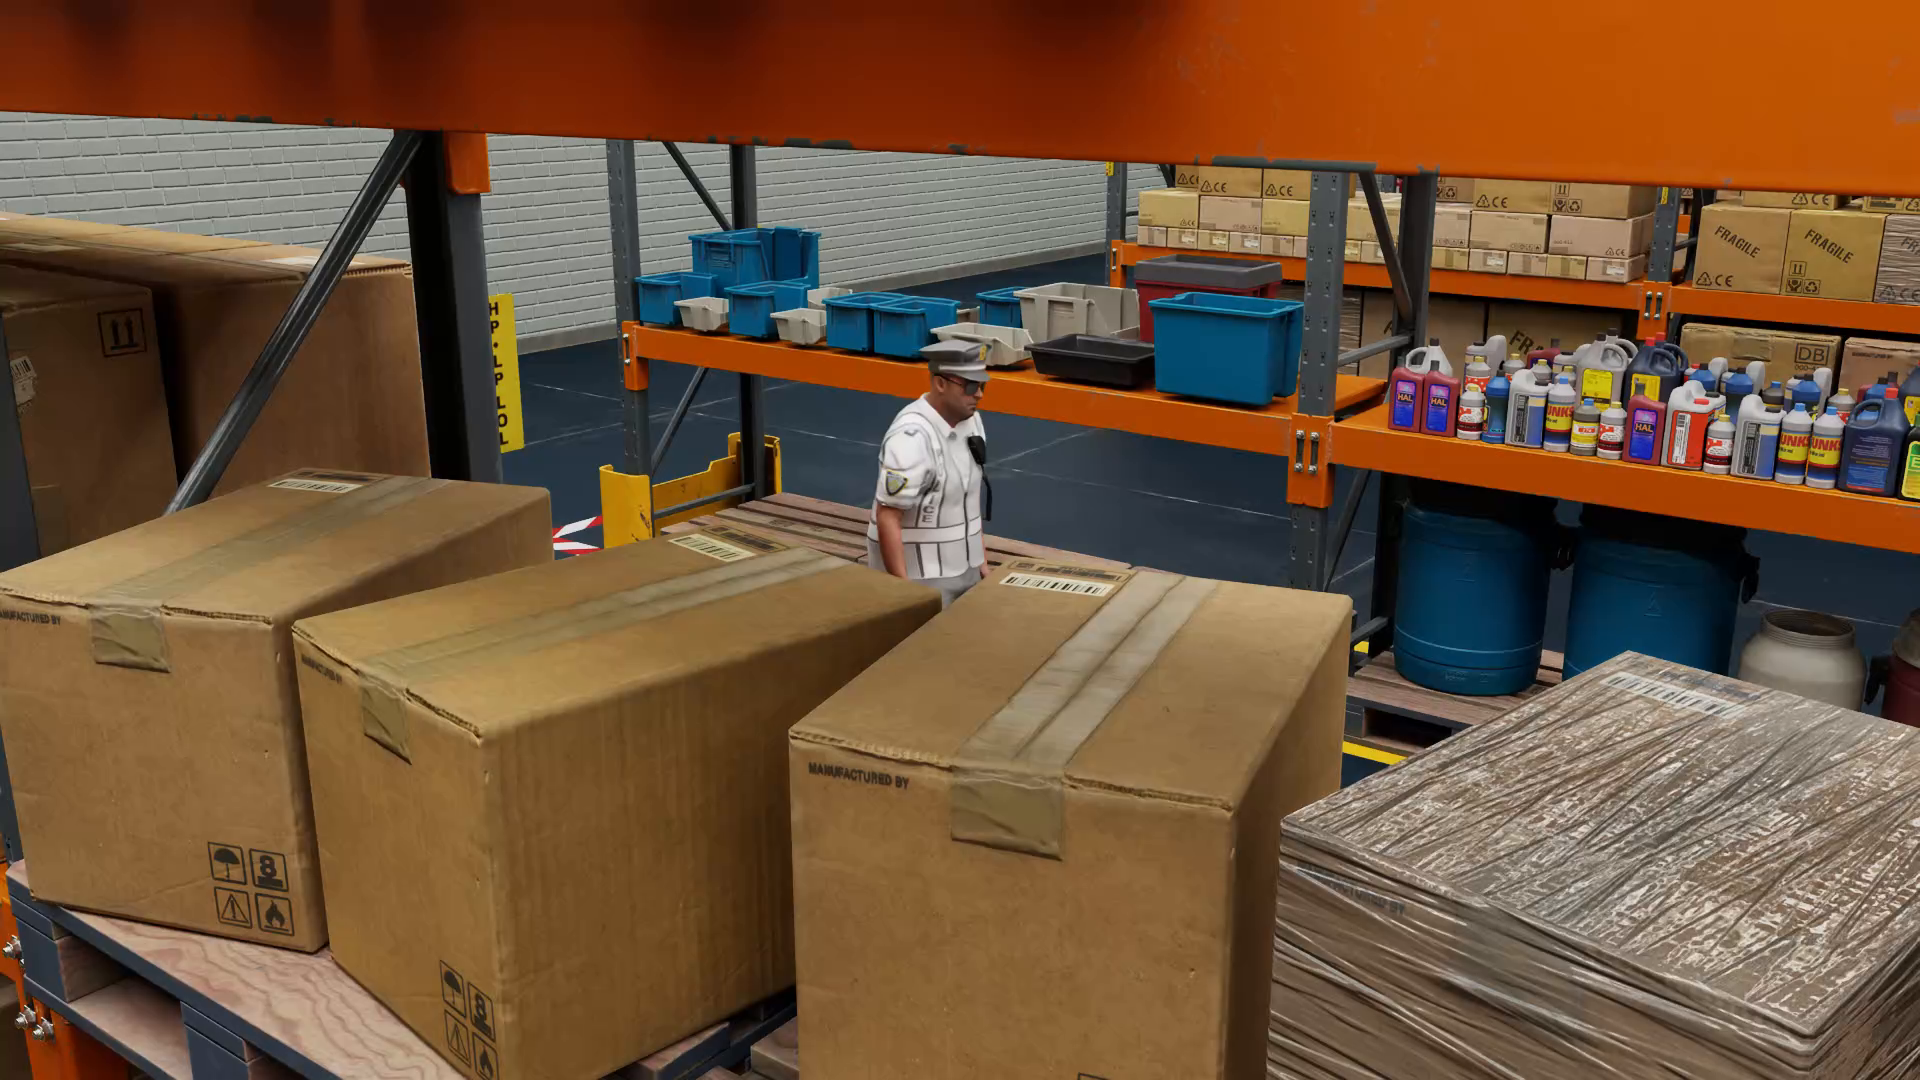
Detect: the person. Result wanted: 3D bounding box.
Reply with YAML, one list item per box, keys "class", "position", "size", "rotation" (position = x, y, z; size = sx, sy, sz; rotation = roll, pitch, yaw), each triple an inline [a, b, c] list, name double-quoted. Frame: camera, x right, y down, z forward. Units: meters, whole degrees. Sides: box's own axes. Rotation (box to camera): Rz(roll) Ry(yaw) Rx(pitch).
- class: "person"
  position: [-0.095, 0.131, 6.081]
  size: [0.435, 1.747, 0.581]
  rotation: [11, 20, 33]
